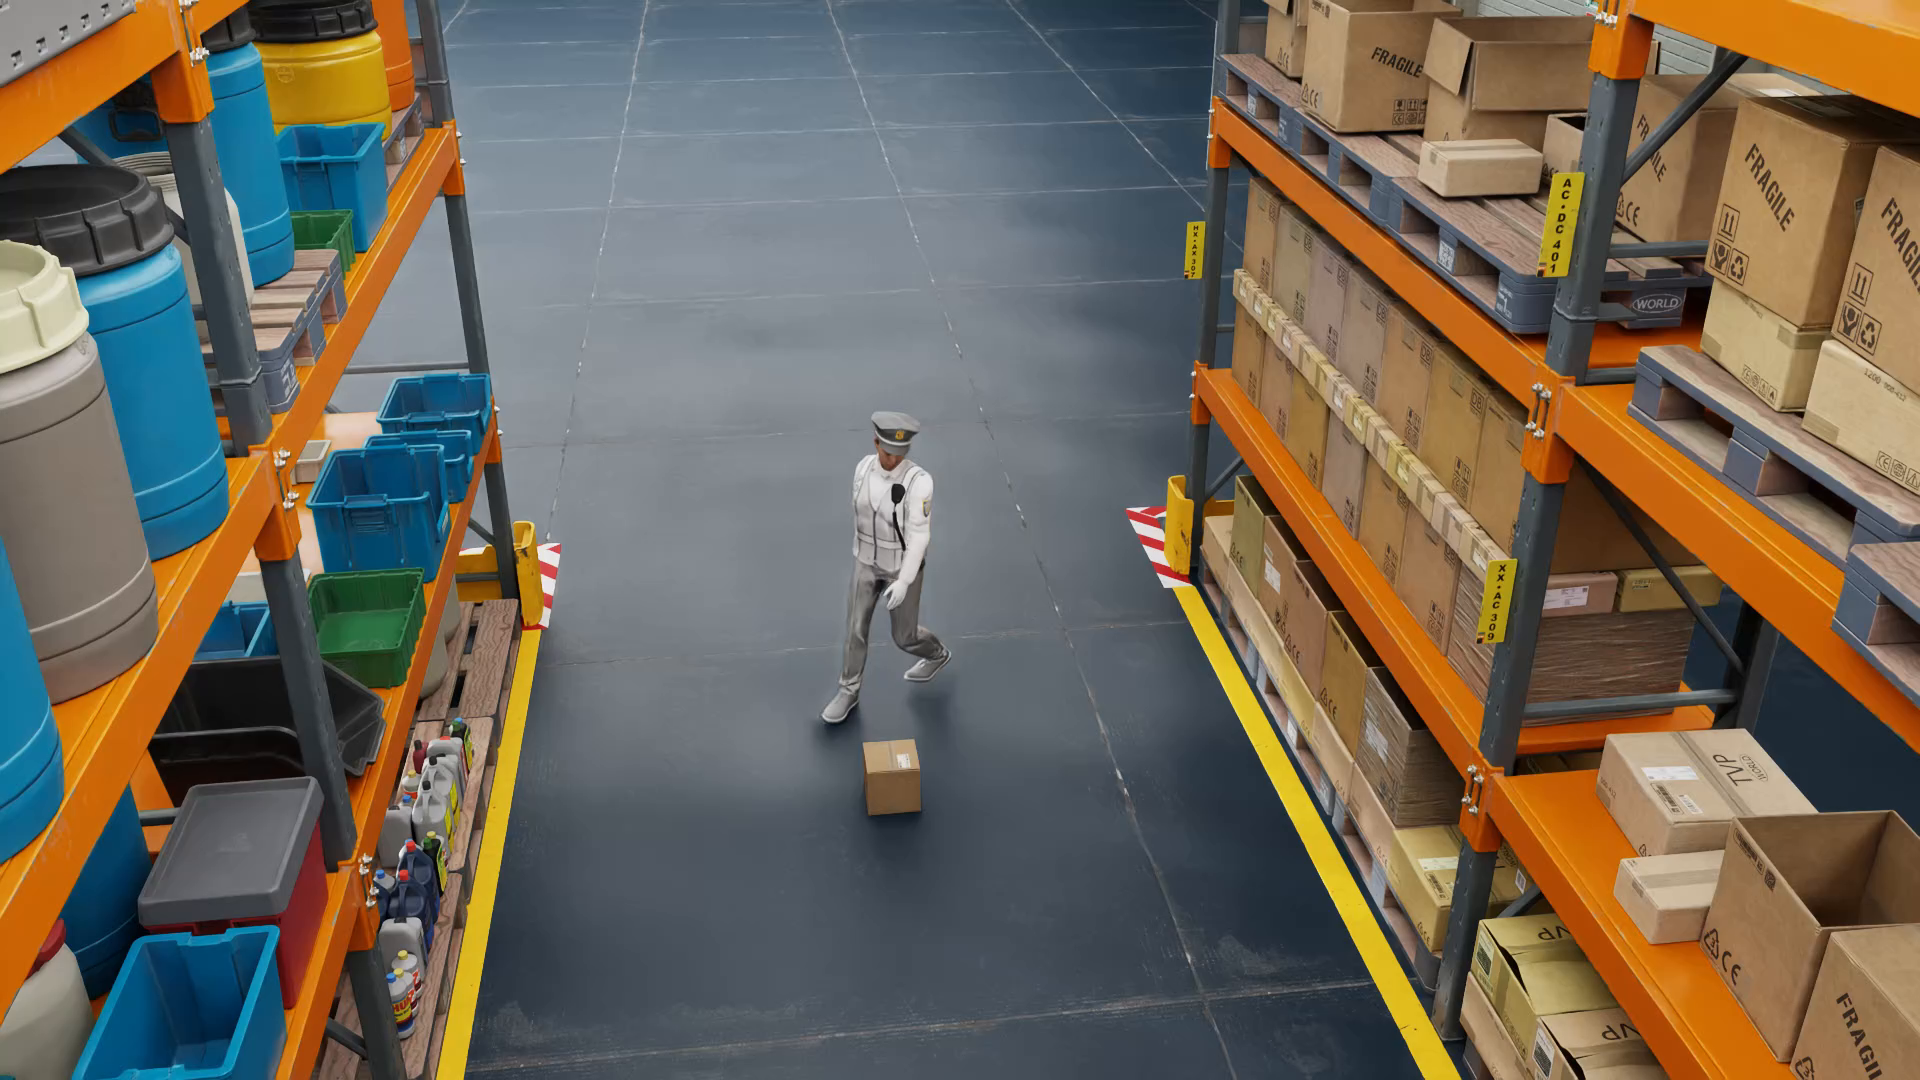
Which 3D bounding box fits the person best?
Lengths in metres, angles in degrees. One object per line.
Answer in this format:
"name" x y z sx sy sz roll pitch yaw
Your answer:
"person" -0.356 0.121 8.377 0.497 1.640 0.712 14 30 25
